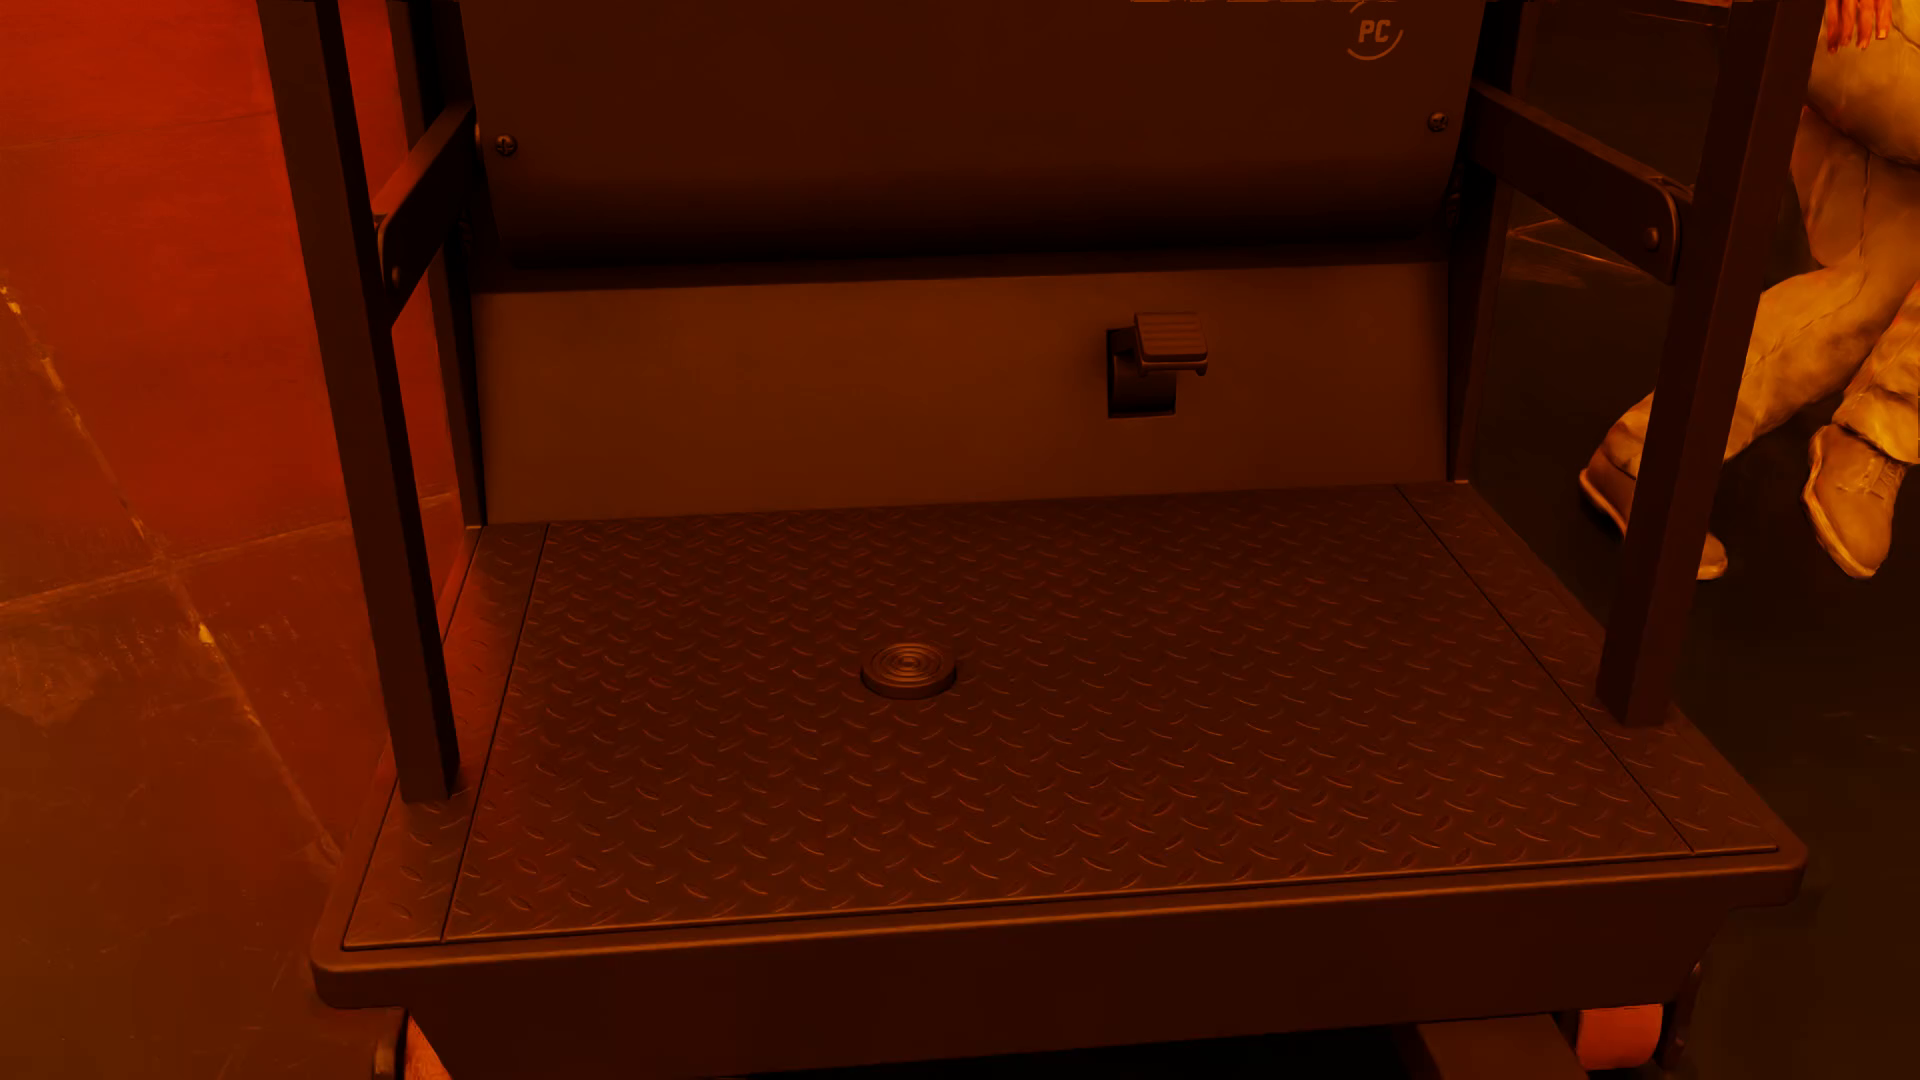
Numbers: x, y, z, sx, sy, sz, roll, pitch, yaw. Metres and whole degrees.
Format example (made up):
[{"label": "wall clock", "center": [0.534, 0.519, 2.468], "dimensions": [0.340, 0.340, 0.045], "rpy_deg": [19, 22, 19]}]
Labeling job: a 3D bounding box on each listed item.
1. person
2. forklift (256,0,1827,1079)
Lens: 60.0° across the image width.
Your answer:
[{"label": "person", "center": [1.390, -0.629, 2.177], "dimensions": [0.913, 1.437, 0.869], "rpy_deg": [-17, 31, -30]}, {"label": "forklift", "center": [0.045, -0.938, 1.100], "dimensions": [1.130, 2.935, 3.031], "rpy_deg": [-3, 27, -5]}]
